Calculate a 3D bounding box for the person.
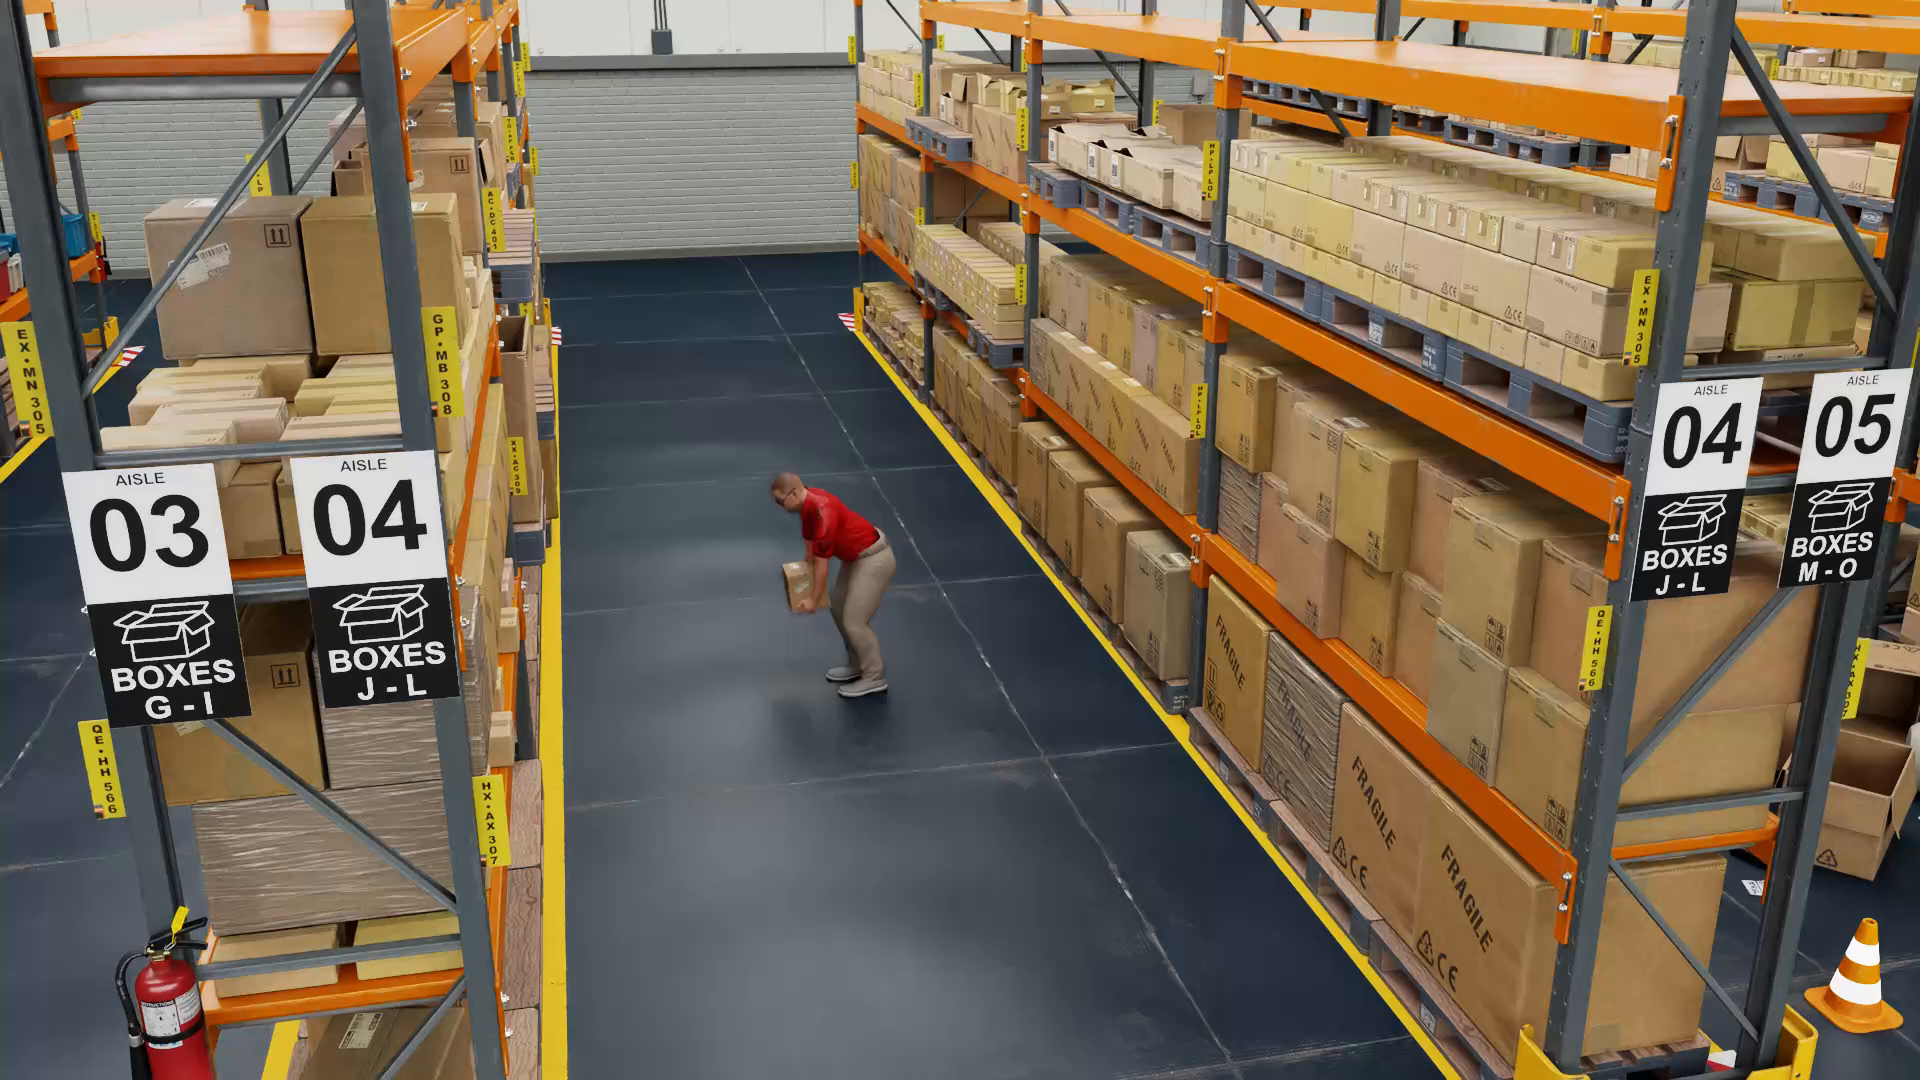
[{"bbox_3d":[-0.804,0.260,10.711,0.779,1.501,0.476,-5,20,-14],"label":"person"}]
